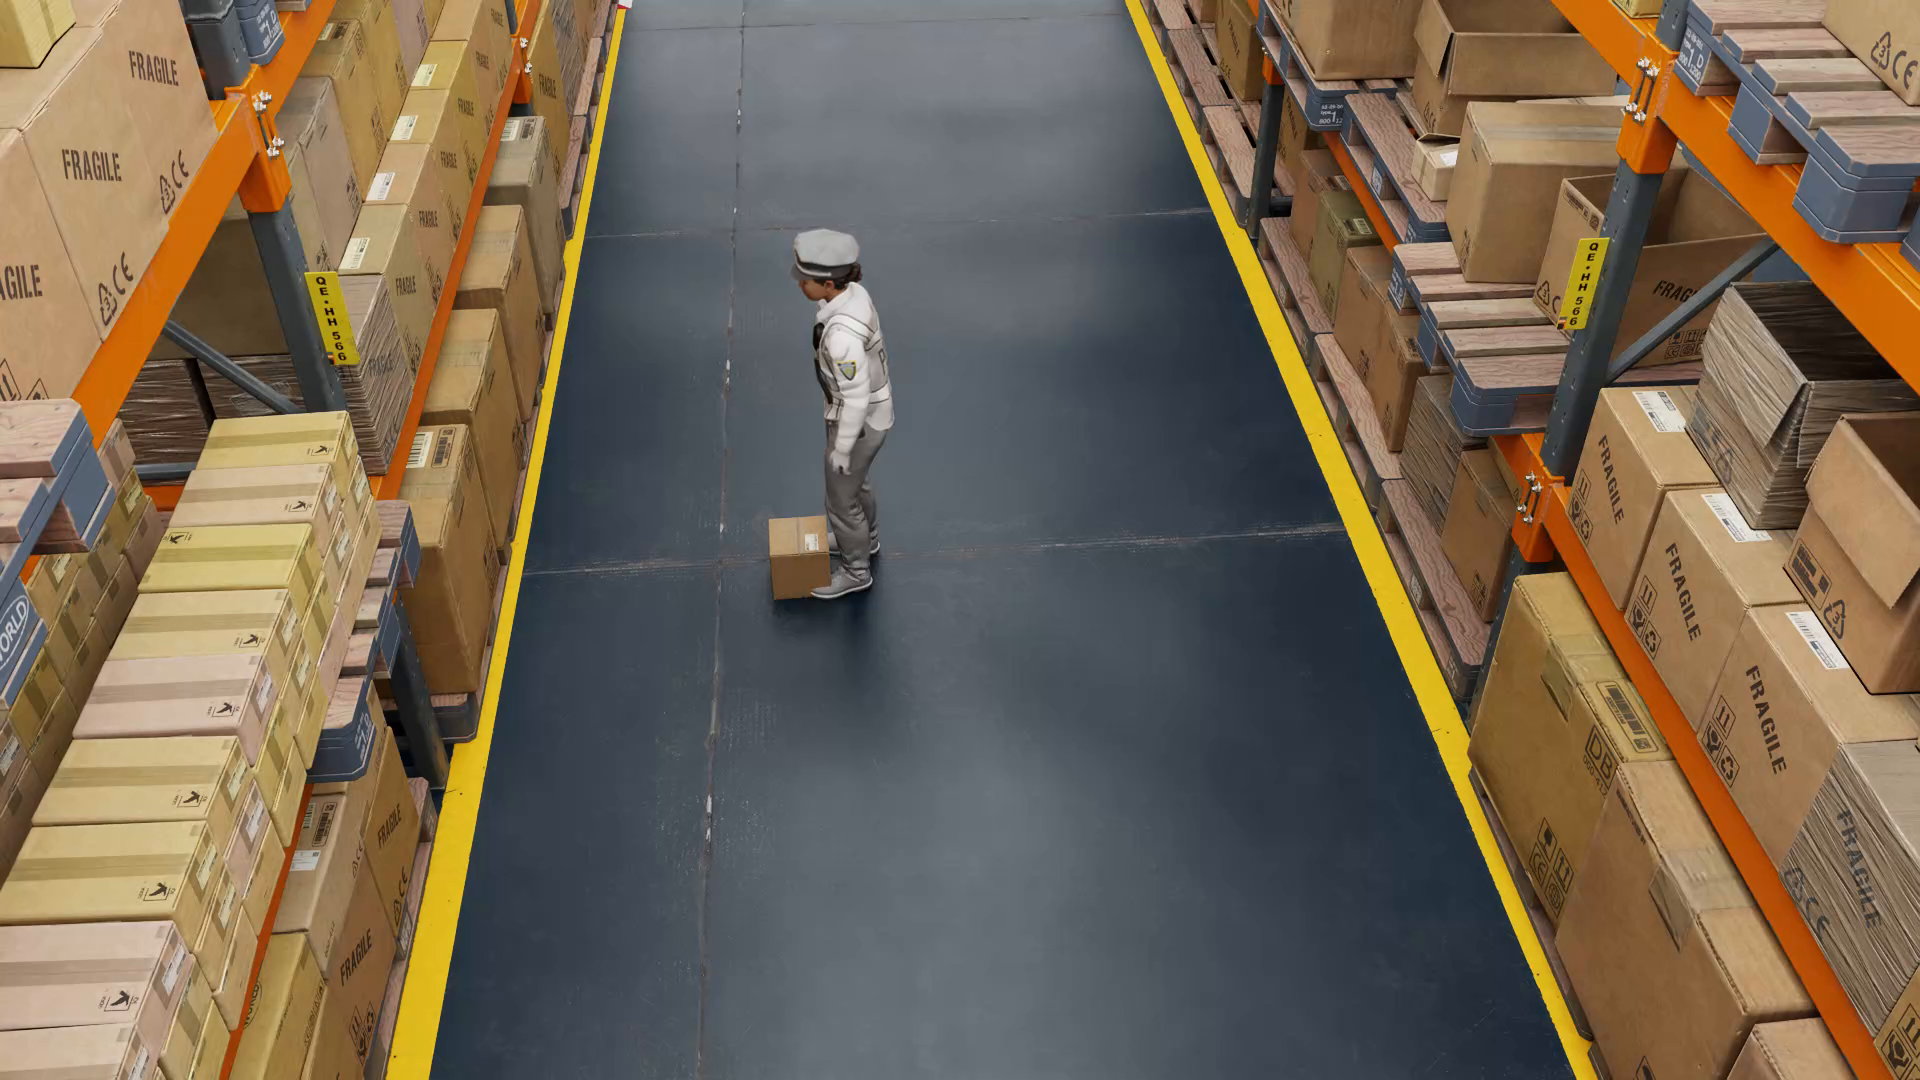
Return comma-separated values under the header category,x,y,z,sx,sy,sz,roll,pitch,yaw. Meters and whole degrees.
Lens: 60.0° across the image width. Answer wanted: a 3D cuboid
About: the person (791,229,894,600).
category,x,y,z,sx,sy,sz,roll,pitch,yaw
person,-0.469,-0.490,6.749,0.403,1.663,0.528,-3,39,-4
